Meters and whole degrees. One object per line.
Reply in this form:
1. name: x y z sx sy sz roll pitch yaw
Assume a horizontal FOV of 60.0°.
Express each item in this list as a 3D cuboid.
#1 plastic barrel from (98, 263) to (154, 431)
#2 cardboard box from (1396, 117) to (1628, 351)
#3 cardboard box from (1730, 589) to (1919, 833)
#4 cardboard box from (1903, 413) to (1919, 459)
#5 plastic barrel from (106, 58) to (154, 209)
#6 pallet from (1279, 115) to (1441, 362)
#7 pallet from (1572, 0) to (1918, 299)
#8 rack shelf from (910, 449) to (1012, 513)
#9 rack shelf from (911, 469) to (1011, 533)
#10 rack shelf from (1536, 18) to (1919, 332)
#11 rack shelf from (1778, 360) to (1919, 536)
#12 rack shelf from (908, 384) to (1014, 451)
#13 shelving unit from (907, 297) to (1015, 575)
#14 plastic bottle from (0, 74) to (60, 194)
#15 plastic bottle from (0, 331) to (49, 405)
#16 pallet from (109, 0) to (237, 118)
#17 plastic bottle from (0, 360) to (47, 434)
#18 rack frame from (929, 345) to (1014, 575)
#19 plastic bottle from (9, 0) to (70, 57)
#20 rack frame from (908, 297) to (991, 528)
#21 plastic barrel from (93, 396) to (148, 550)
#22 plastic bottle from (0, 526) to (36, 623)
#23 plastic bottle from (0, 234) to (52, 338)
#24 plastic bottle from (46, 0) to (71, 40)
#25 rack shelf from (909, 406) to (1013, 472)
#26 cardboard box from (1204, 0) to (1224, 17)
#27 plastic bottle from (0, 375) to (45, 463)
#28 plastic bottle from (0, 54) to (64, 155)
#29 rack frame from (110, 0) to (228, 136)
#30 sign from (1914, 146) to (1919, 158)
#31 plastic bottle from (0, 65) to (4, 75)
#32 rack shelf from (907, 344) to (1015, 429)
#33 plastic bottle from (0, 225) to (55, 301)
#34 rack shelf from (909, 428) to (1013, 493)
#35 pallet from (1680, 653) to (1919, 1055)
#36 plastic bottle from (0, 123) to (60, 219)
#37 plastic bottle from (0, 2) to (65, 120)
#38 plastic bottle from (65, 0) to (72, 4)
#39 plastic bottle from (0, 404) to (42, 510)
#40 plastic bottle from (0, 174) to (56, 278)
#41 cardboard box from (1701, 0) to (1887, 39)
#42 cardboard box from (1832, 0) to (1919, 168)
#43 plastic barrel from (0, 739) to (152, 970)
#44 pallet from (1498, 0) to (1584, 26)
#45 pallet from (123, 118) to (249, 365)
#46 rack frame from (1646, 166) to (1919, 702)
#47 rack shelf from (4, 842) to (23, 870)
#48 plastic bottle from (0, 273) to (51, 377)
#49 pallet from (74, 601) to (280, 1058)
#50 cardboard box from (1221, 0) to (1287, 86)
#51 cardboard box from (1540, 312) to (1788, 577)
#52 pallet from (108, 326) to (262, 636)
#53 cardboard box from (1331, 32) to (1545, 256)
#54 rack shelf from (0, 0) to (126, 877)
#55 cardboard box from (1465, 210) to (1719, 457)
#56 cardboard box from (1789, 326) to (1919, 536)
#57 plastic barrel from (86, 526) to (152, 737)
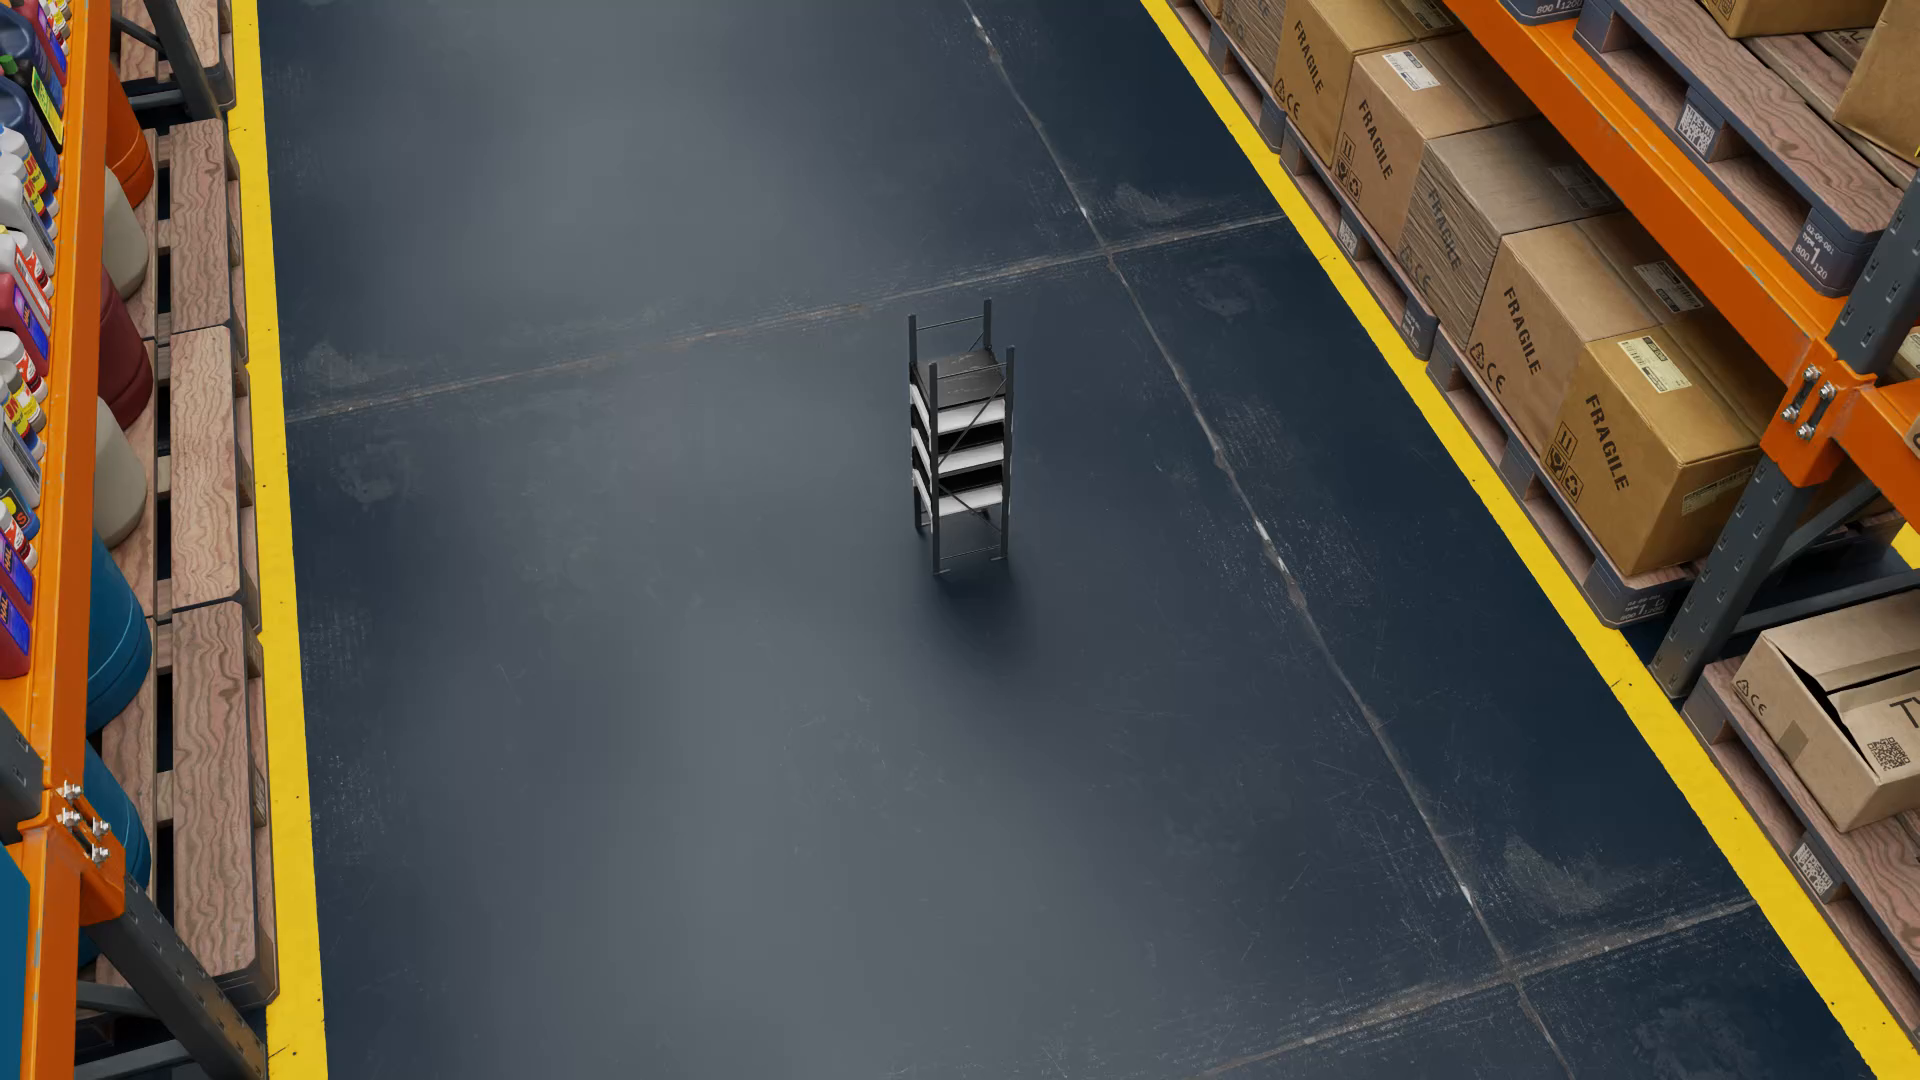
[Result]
1. plastic barrel: -2.891 -0.638 5.128 0.600 0.588 0.708 -13 51 -11
2. cardboard box: 1.824 -1.015 5.491 0.500 0.500 0.500 -13 51 -11
3. cardboard box: 2.448 0.427 4.399 0.500 0.311 0.500 -13 51 -11
4. cardboard box: 2.421 -0.252 3.435 0.500 0.500 0.500 -12 51 -10
5. plastic barrel: -3.225 -1.540 5.731 0.600 0.830 0.708 -13 51 -11
6. pallet: 1.889 -1.233 6.151 1.003 0.211 1.213 -13 51 -11
7. pallet: 2.398 -1.200 4.425 1.003 0.211 1.213 -13 51 -11
8. rack shelf: 0.002 -0.205 4.995 0.258 0.077 0.200 -13 51 -11
9. rack shelf: 0.002 -0.147 5.064 0.258 0.077 0.200 -13 51 -11
10. rack shelf: 1.939 -1.945 5.271 0.919 0.124 3.809 -13 51 -11
11. rack shelf: 3.122 1.039 2.883 1.077 0.370 4.000 -13 51 -11
12. rack shelf: 0.002 -0.379 4.789 0.258 0.077 0.200 -13 51 -11
13. shelving unit: 0.002 -0.284 4.901 0.258 0.900 0.210 -13 51 -11
14. plastic bottle: -2.419 -1.050 4.206 0.144 0.351 0.185 -13 51 -11
15. plastic bottle: -2.150 -0.397 3.753 0.097 0.201 0.097 0 50 0
16. pallet: -3.578 -2.134 6.911 1.003 0.211 1.213 -13 51 -11
17. plastic bottle: -2.121 -0.326 3.693 0.097 0.201 0.097 0 50 0
18. rack frame: 0.032 -0.210 4.838 0.240 0.900 0.006 -13 51 -11
19. plastic bottle: -2.572 -1.440 4.632 0.097 0.201 0.097 0 50 0
20. rack frame: -0.028 -0.358 4.964 0.240 0.900 0.006 -13 51 -11
21. plastic barrel: -2.638 -0.221 4.827 0.421 0.512 0.421 0 50 0
22. plastic bottle: -1.943 0.040 3.331 0.061 0.283 0.133 -13 51 -11
23. plastic bottle: -2.249 -0.597 3.872 0.152 0.276 0.135 -13 51 -11
24. plastic bottle: -2.601 -1.511 4.692 0.097 0.201 0.097 0 50 0
25. rack shelf: 0.002 -0.321 4.858 0.258 0.077 0.200 -13 51 -11
26. cardboard box: 1.209 -2.514 6.755 0.500 0.500 0.500 -11 51 -9
27. plastic bottle: -2.092 -0.277 3.606 0.097 0.271 0.097 0 50 0
28. plastic bottle: -2.426 -1.154 4.337 0.061 0.283 0.133 -13 51 -11
29. rack frame: -3.386 -2.458 5.360 1.000 3.000 0.127 -13 51 -11
30. sign: 2.001 -0.899 3.288 0.100 0.325 0.005 -13 51 -11
31. plastic bottle: -2.484 -1.140 4.326 0.061 0.283 0.133 -13 51 -11
32. rack shelf: 0.002 -0.437 4.720 0.258 0.077 0.200 -13 51 -11
33. plastic bottle: -2.258 -0.664 3.977 0.097 0.201 0.097 0 50 0
34. rack shelf: 0.002 -0.263 4.926 0.258 0.077 0.200 -13 51 -11
35. pallet: 2.732 0.747 4.482 1.003 0.211 1.213 -13 51 -11
36. plastic bottle: -2.355 -0.927 4.153 0.097 0.271 0.097 0 50 0
37. plastic bottle: -2.513 -1.282 4.402 0.144 0.351 0.185 -13 51 -11
38. plastic bottle: -2.658 -1.676 4.785 0.097 0.271 0.097 0 50 0
39. plastic bottle: -2.084 -0.188 3.528 0.152 0.276 0.135 -13 51 -11
40. plastic bottle: -2.318 -0.766 4.015 0.152 0.276 0.135 -13 51 -11
41. cardboard box: 2.340 -1.706 4.386 0.700 0.500 0.500 -6 50 -5
42. cardboard box: 2.604 -1.218 3.975 0.700 0.500 0.500 -30 56 -23
43. plastic barrel: -2.347 0.603 3.877 0.600 0.901 0.708 -13 51 -11
44. pallet: 1.927 -2.094 5.179 1.003 0.211 1.213 -13 51 -11
45. pallet: -3.113 -0.993 5.949 1.003 0.211 1.213 -13 51 -11
46. rack frame: 2.530 -0.654 3.839 1.000 3.000 0.127 -13 51 -11
47. rack shelf: -1.611 2.093 1.866 0.919 0.124 3.809 -13 51 -11
48. plastic bottle: -2.166 -0.512 3.796 0.061 0.283 0.133 -13 51 -11
49. pallet: -2.391 0.790 4.446 1.003 0.211 1.213 -13 51 -11
50. cardboard box: 1.369 -2.133 6.433 0.500 0.500 0.500 -15 51 -12
51. cardboard box: 2.111 -0.285 4.876 0.500 0.500 0.500 -14 51 -11
52. pallet: -2.755 -0.103 5.199 1.003 0.211 1.213 -13 51 -11
53. cardboard box: 1.672 -1.385 5.803 0.500 0.500 0.500 -15 51 -12
54. rack shelf: -2.794 -0.765 4.404 1.077 0.370 4.000 -13 51 -11
55. cardboard box: 1.972 -0.648 5.182 0.500 0.500 0.500 -13 51 -11
56. cardboard box: 2.620 -0.398 4.971 0.500 0.500 0.500 -15 52 -13
57. plastic barrel: -2.557 0.086 4.313 0.600 0.901 0.708 -13 51 -11
